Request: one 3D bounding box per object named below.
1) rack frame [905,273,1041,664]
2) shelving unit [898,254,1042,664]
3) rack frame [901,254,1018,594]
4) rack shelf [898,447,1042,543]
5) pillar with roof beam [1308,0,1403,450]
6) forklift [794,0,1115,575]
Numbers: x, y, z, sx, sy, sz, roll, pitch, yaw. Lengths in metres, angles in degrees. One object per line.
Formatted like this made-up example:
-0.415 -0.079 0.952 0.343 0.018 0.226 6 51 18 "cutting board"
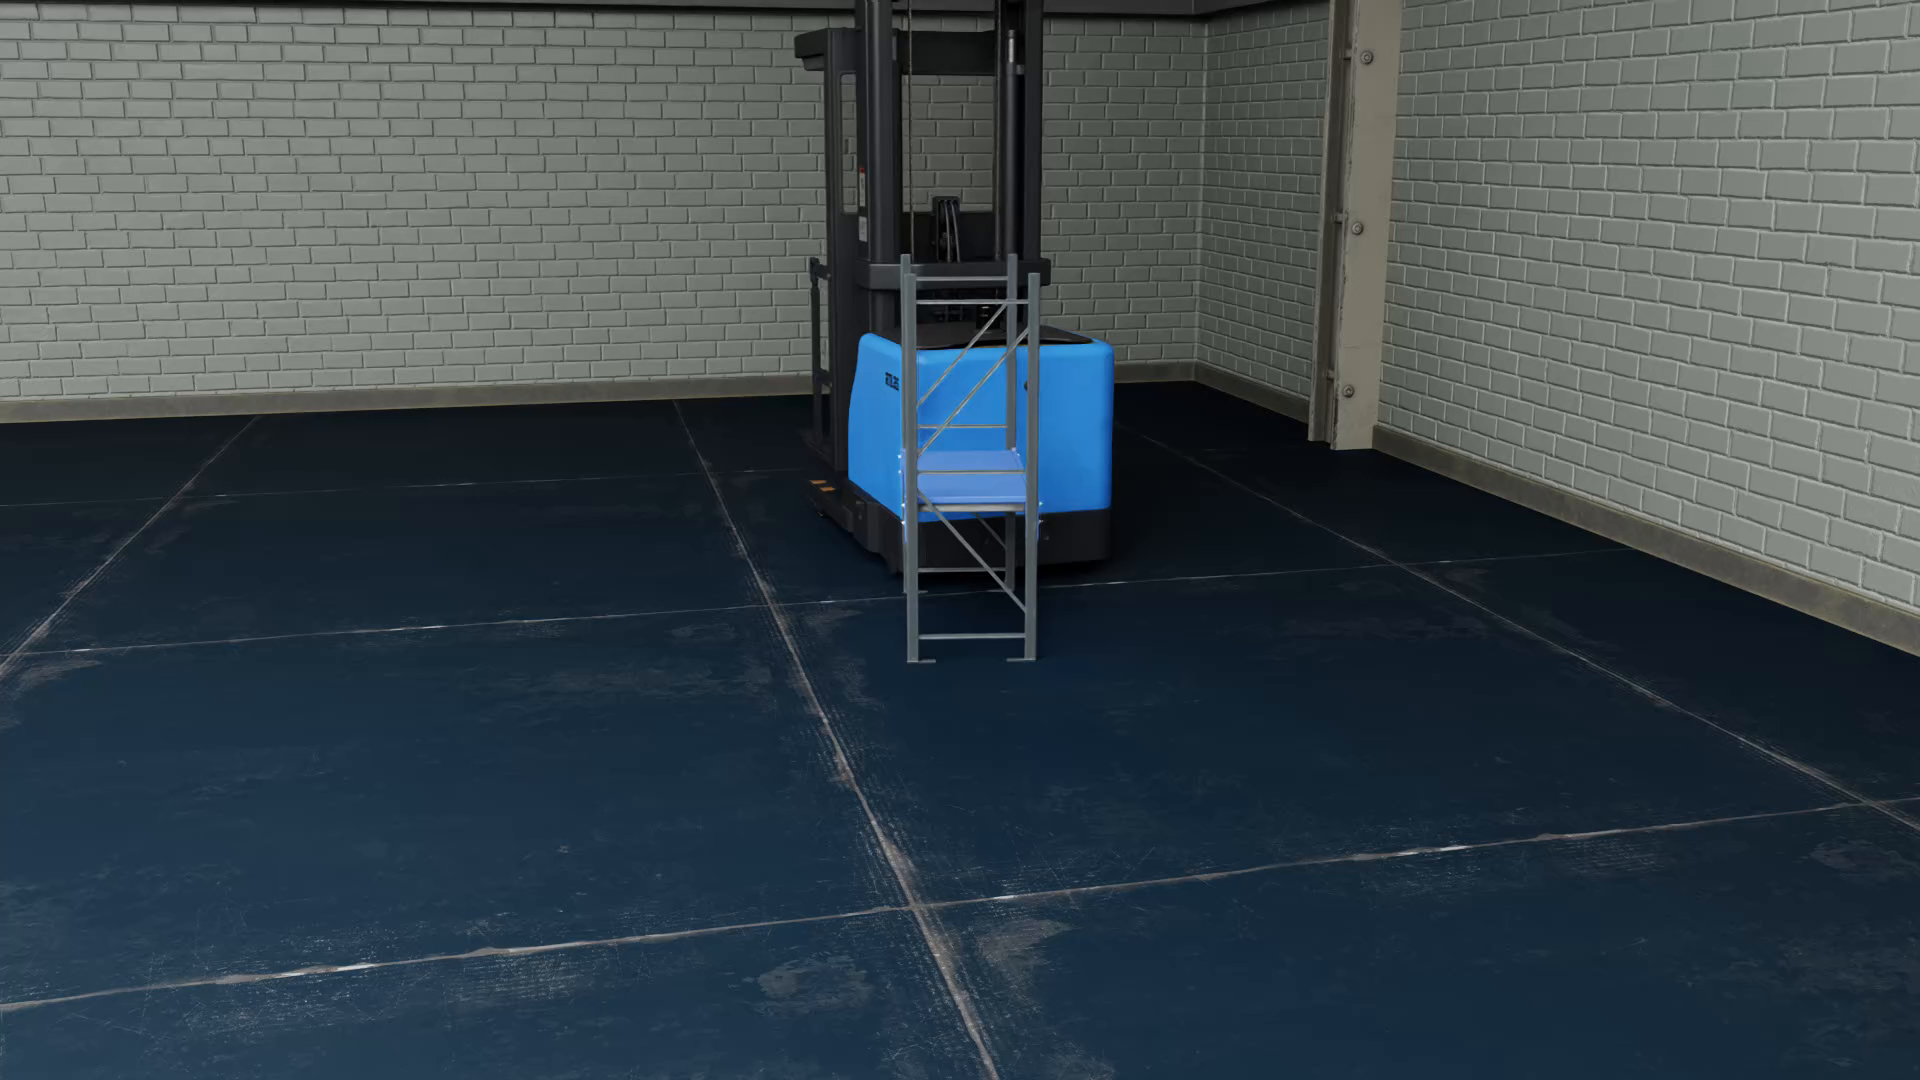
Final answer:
0.046 -0.254 6.305 0.500 1.500 0.032 -1 14 -3 "rack frame"
0.021 -0.374 6.798 0.538 1.500 1.048 -1 14 -3 "shelving unit"
-0.004 -0.495 7.291 0.500 1.500 0.032 -1 14 -3 "rack frame"
0.021 -0.199 6.840 0.538 0.185 1.000 -1 14 -3 "rack shelf"
-1.649 -4.771 8.996 9.100 9.000 0.400 -3 14 -13 "pillar with roof beam"
-0.218 -1.571 8.680 1.130 2.935 3.031 -4 14 -18 "forklift"
